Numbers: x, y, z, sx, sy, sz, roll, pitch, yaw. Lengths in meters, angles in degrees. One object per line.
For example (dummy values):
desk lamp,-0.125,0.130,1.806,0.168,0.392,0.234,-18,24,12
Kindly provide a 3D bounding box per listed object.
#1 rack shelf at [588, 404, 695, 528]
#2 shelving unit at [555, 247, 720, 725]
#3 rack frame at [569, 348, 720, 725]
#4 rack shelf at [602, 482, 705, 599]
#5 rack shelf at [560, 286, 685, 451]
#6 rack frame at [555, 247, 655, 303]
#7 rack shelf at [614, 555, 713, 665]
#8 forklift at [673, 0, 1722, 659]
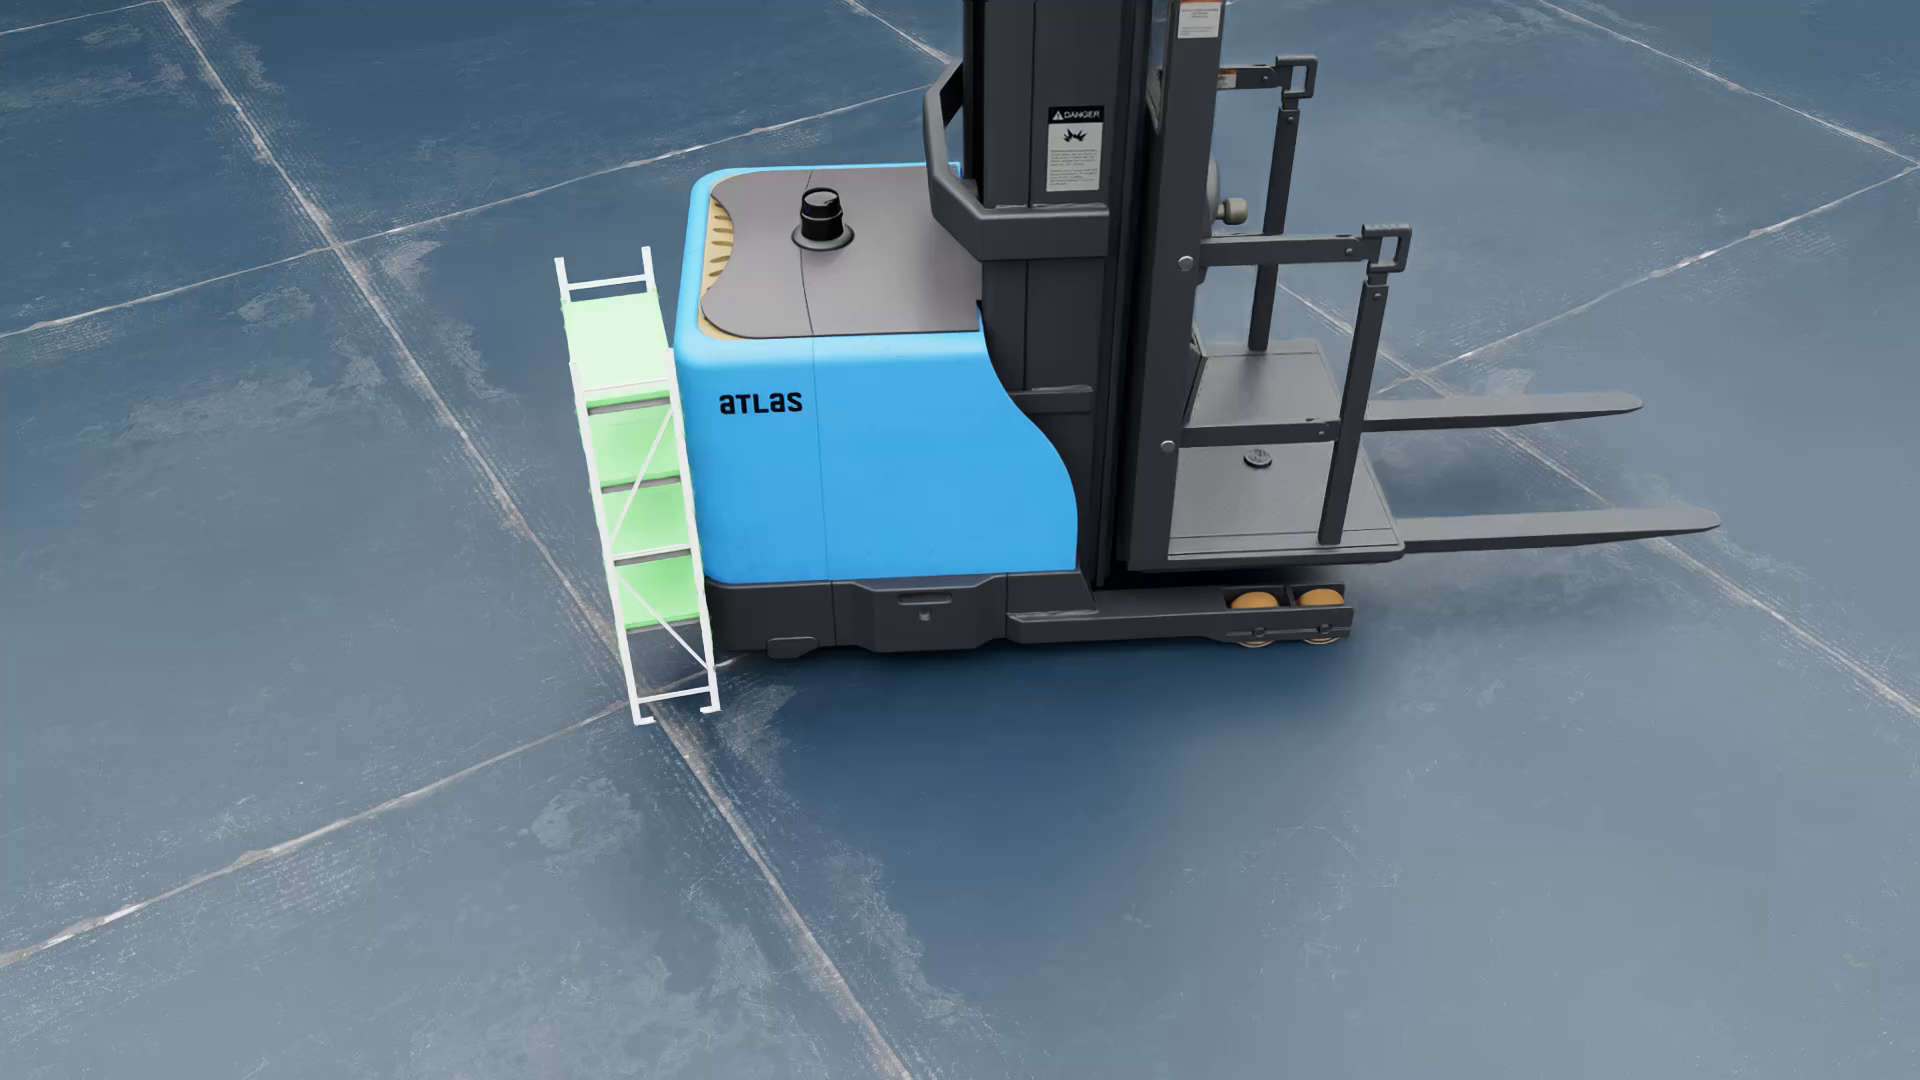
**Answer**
rack shelf,-0.853,-0.255,4.344,0.258,0.148,0.480,-9,41,-11
shelving unit,-0.853,-0.120,4.456,0.258,1.200,0.503,-9,41,-11
rack frame,-0.792,0.032,4.275,0.240,1.200,0.015,-9,41,-11
rack shelf,-0.853,-0.071,4.497,0.258,0.148,0.480,-9,41,-11
rack shelf,-0.853,-0.439,4.190,0.258,0.148,0.480,-9,41,-11
rack frame,-0.914,-0.271,4.638,0.240,1.200,0.015,-9,41,-11
rack shelf,-0.853,0.114,4.651,0.258,0.148,0.480,-9,41,-11
forklift,0.742,-1.150,4.340,3.031,2.935,1.130,-2,40,-3
